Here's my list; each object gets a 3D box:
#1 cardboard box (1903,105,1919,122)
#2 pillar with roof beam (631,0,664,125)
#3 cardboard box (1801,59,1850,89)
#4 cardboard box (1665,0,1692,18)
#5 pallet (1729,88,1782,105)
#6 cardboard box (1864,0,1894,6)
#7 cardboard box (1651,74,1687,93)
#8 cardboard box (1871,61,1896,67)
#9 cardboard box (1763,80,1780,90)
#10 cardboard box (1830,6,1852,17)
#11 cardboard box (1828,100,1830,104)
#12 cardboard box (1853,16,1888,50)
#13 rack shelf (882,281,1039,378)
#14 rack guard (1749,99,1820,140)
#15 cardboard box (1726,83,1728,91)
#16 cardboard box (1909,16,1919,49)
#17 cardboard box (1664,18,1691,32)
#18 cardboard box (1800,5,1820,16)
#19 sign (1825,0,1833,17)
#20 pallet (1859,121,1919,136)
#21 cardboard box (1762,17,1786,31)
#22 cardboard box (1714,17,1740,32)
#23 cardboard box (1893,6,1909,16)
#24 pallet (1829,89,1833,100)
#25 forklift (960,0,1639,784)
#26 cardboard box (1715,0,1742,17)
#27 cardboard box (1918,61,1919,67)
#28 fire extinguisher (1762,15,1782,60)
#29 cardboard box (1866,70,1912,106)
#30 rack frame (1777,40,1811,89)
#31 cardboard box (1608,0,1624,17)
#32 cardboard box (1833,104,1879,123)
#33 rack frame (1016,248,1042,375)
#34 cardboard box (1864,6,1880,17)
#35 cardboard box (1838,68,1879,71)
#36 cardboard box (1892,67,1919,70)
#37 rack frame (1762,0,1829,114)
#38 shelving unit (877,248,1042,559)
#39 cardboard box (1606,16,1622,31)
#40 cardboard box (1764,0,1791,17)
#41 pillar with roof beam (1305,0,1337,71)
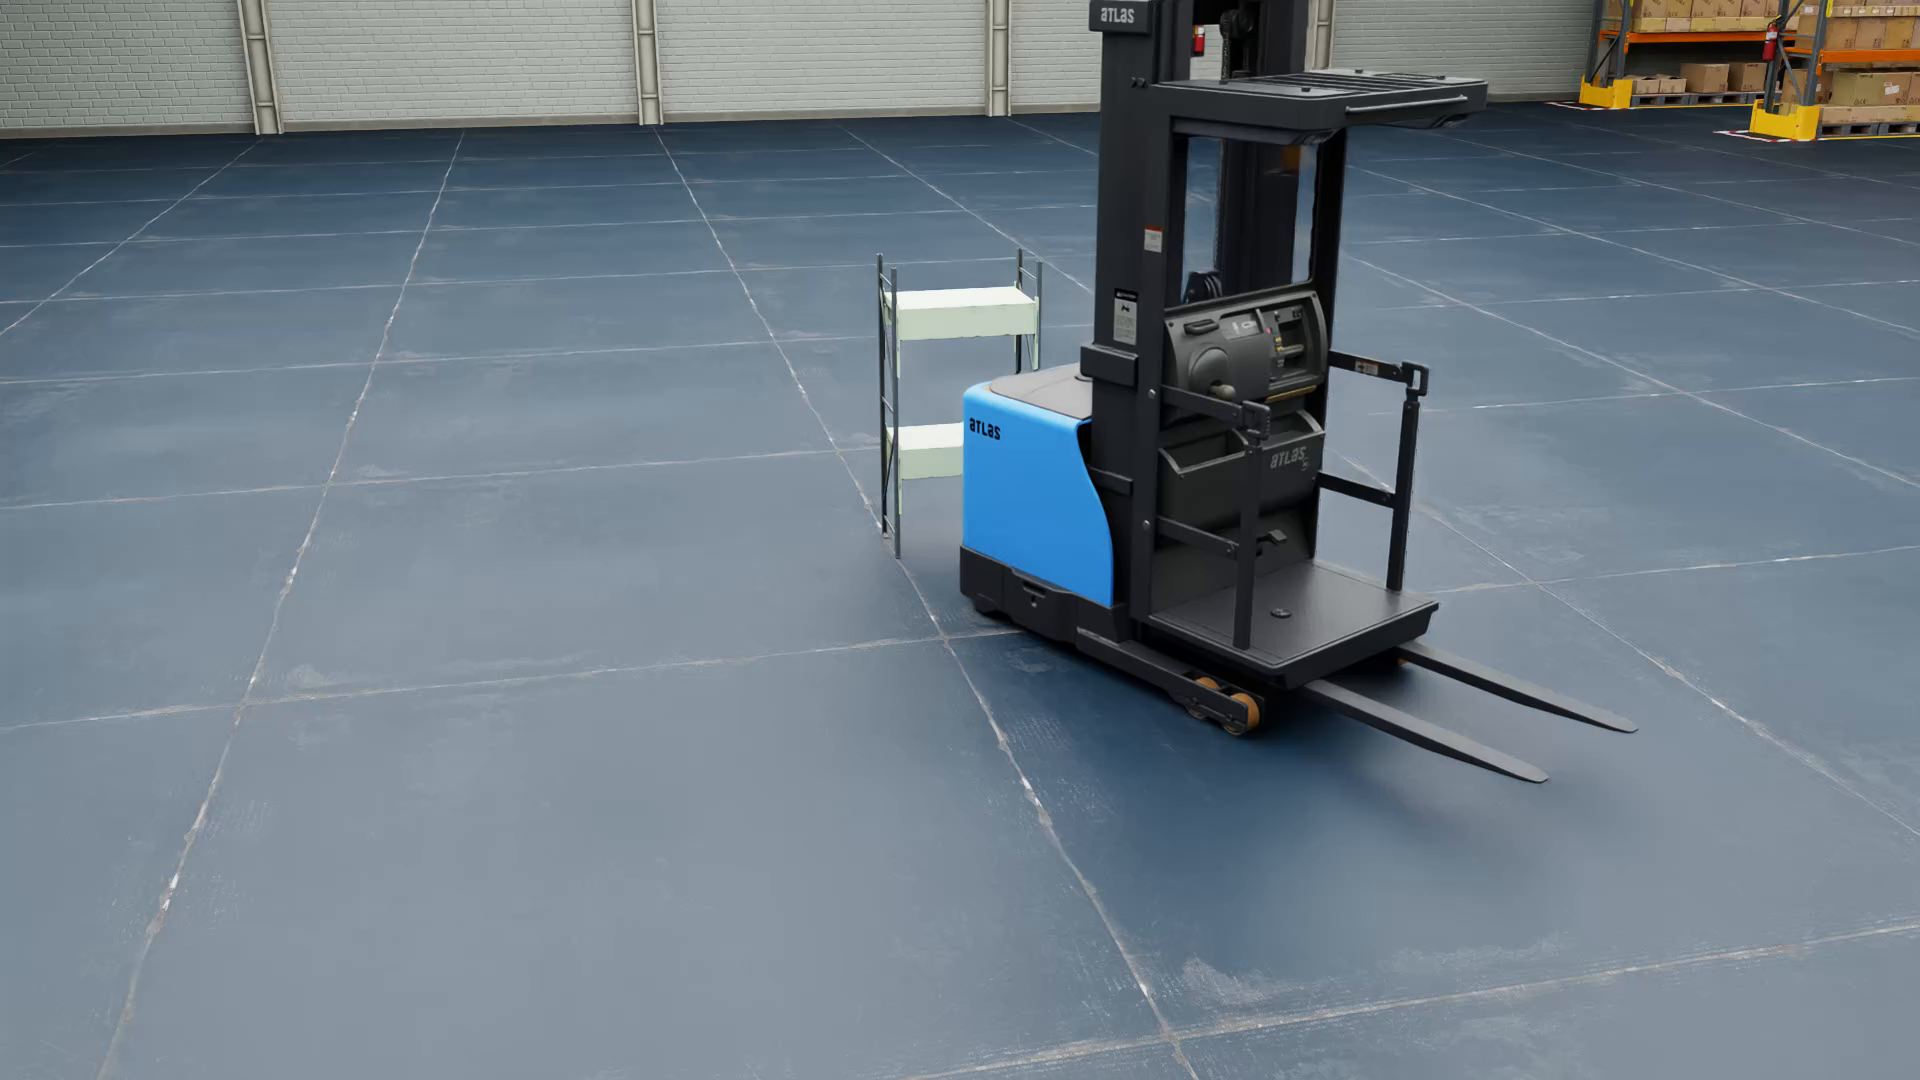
[{"bbox_3d":[15.036,-6.799,26.400,0.500,0.250,0.500,-5,21,-12],"label":"cardboard box"},{"bbox_3d":[-4.185,-9.760,22.376,0.400,9.000,9.100,-5,21,-12],"label":"pillar with roof beam"},{"bbox_3d":[16.464,-8.877,31.683,0.500,0.500,0.700,-4,20,-11],"label":"cardboard box"},{"bbox_3d":[12.876,-9.728,30.109,0.500,0.500,0.500,-5,21,-12],"label":"cardboard box"},{"bbox_3d":[15.106,-8.406,31.456,1.213,0.211,1.003,-5,21,-12],"label":"pallet"},{"bbox_3d":[14.022,-8.543,25.743,0.500,0.500,0.700,-5,21,-14],"label":"cardboard box"},{"bbox_3d":[13.108,-8.478,30.867,0.500,0.311,0.500,-3,20,-8],"label":"cardboard box"},{"bbox_3d":[17.461,-8.962,31.913,0.500,0.500,0.700,-4,21,-12],"label":"cardboard box"},{"bbox_3d":[15.238,-8.605,31.423,0.250,0.166,0.380,-7,21,-20],"label":"cardboard box"},{"bbox_3d":[13.434,-8.117,25.523,0.250,0.149,0.380,-5,21,-13],"label":"cardboard box"},{"bbox_3d":[13.940,-6.897,26.670,0.500,0.250,0.500,-5,21,-12],"label":"cardboard box"},{"bbox_3d":[13.970,-7.929,25.954,0.500,0.500,0.700,-4,21,-11],"label":"cardboard box"},{"bbox_3d":[-0.006,-1.070,8.421,0.720,0.370,0.431,-5,21,-12],"label":"rack shelf"},{"bbox_3d":[12.979,-6.631,26.189,0.348,0.500,1.175,-5,21,-12],"label":"rack guard"},{"bbox_3d":[14.190,-8.529,31.241,0.250,0.149,0.380,-6,21,-17],"label":"cardboard box"},{"bbox_3d":[14.966,-8.009,26.173,0.500,0.500,0.700,-4,21,-11],"label":"cardboard box"},{"bbox_3d":[12.909,-9.381,30.253,0.500,0.250,0.500,-5,21,-14],"label":"cardboard box"},{"bbox_3d":[13.330,-8.252,25.892,0.250,0.149,0.380,-5,21,-13],"label":"cardboard box"},{"bbox_3d":[13.124,-8.064,25.093,0.005,0.325,0.100,-5,21,-12],"label":"sign"},{"bbox_3d":[14.922,-6.667,26.707,1.213,0.211,1.003,-5,21,-12],"label":"pallet"},{"bbox_3d":[14.874,-9.544,30.697,0.500,0.250,0.500,-5,21,-12],"label":"cardboard box"},{"bbox_3d":[13.898,-9.459,30.464,0.500,0.250,0.500,-4,21,-12],"label":"cardboard box"},{"bbox_3d":[14.438,-8.199,25.748,0.250,0.149,0.380,-5,21,-14],"label":"cardboard box"},{"bbox_3d":[16.509,-8.533,31.803,1.213,0.211,1.003,-5,21,-12],"label":"pallet"},{"bbox_3d":[1.326,-0.788,6.704,1.130,2.935,3.031,-16,25,-37],"label":"forklift"},{"bbox_3d":[13.880,-9.812,30.338,0.500,0.500,0.500,-4,20,-11],"label":"cardboard box"},{"bbox_3d":[18.427,-9.054,32.164,0.500,0.500,0.700,-5,21,-13],"label":"cardboard box"},{"bbox_3d":[12.780,-7.916,26.176,0.183,0.674,0.296,-5,21,-12],"label":"fire extinguisher"},{"bbox_3d":[14.545,-7.117,26.178,0.500,0.500,0.500,-5,21,-12],"label":"cardboard box"},{"bbox_3d":[15.752,-9.781,31.154,0.127,3.000,1.000,-5,21,-12],"label":"rack frame"},{"bbox_3d":[12.269,-9.864,30.479,0.500,0.500,0.500,-5,21,-13],"label":"cardboard box"},{"bbox_3d":[14.061,-6.721,26.189,0.500,0.250,0.500,-5,21,-12],"label":"cardboard box"},{"bbox_3d":[0.350,-0.733,8.634,0.023,1.500,0.400,-5,21,-12],"label":"rack frame"},{"bbox_3d":[13.933,-8.158,25.635,0.250,0.149,0.380,-5,21,-12],"label":"cardboard box"},{"bbox_3d":[14.426,-7.291,26.653,0.500,0.500,0.500,-5,21,-12],"label":"cardboard box"},{"bbox_3d":[15.399,-7.370,26.870,0.500,0.500,0.500,-5,21,-12],"label":"cardboard box"},{"bbox_3d":[13.002,-7.806,25.764,0.127,3.000,1.000,-5,21,-12],"label":"rack frame"},{"bbox_3d":[-0.006,-0.704,8.555,0.755,1.500,0.431,-5,21,-12],"label":"shelving unit"},{"bbox_3d":[12.269,-9.505,30.590,0.500,0.250,0.500,-4,21,-12],"label":"cardboard box"},{"bbox_3d":[14.878,-9.889,30.550,0.500,0.500,0.500,-5,21,-13],"label":"cardboard box"},{"bbox_3d":[7.493,-10.710,24.969,0.400,9.000,9.100,-5,21,-12],"label":"pillar with roof beam"}]
